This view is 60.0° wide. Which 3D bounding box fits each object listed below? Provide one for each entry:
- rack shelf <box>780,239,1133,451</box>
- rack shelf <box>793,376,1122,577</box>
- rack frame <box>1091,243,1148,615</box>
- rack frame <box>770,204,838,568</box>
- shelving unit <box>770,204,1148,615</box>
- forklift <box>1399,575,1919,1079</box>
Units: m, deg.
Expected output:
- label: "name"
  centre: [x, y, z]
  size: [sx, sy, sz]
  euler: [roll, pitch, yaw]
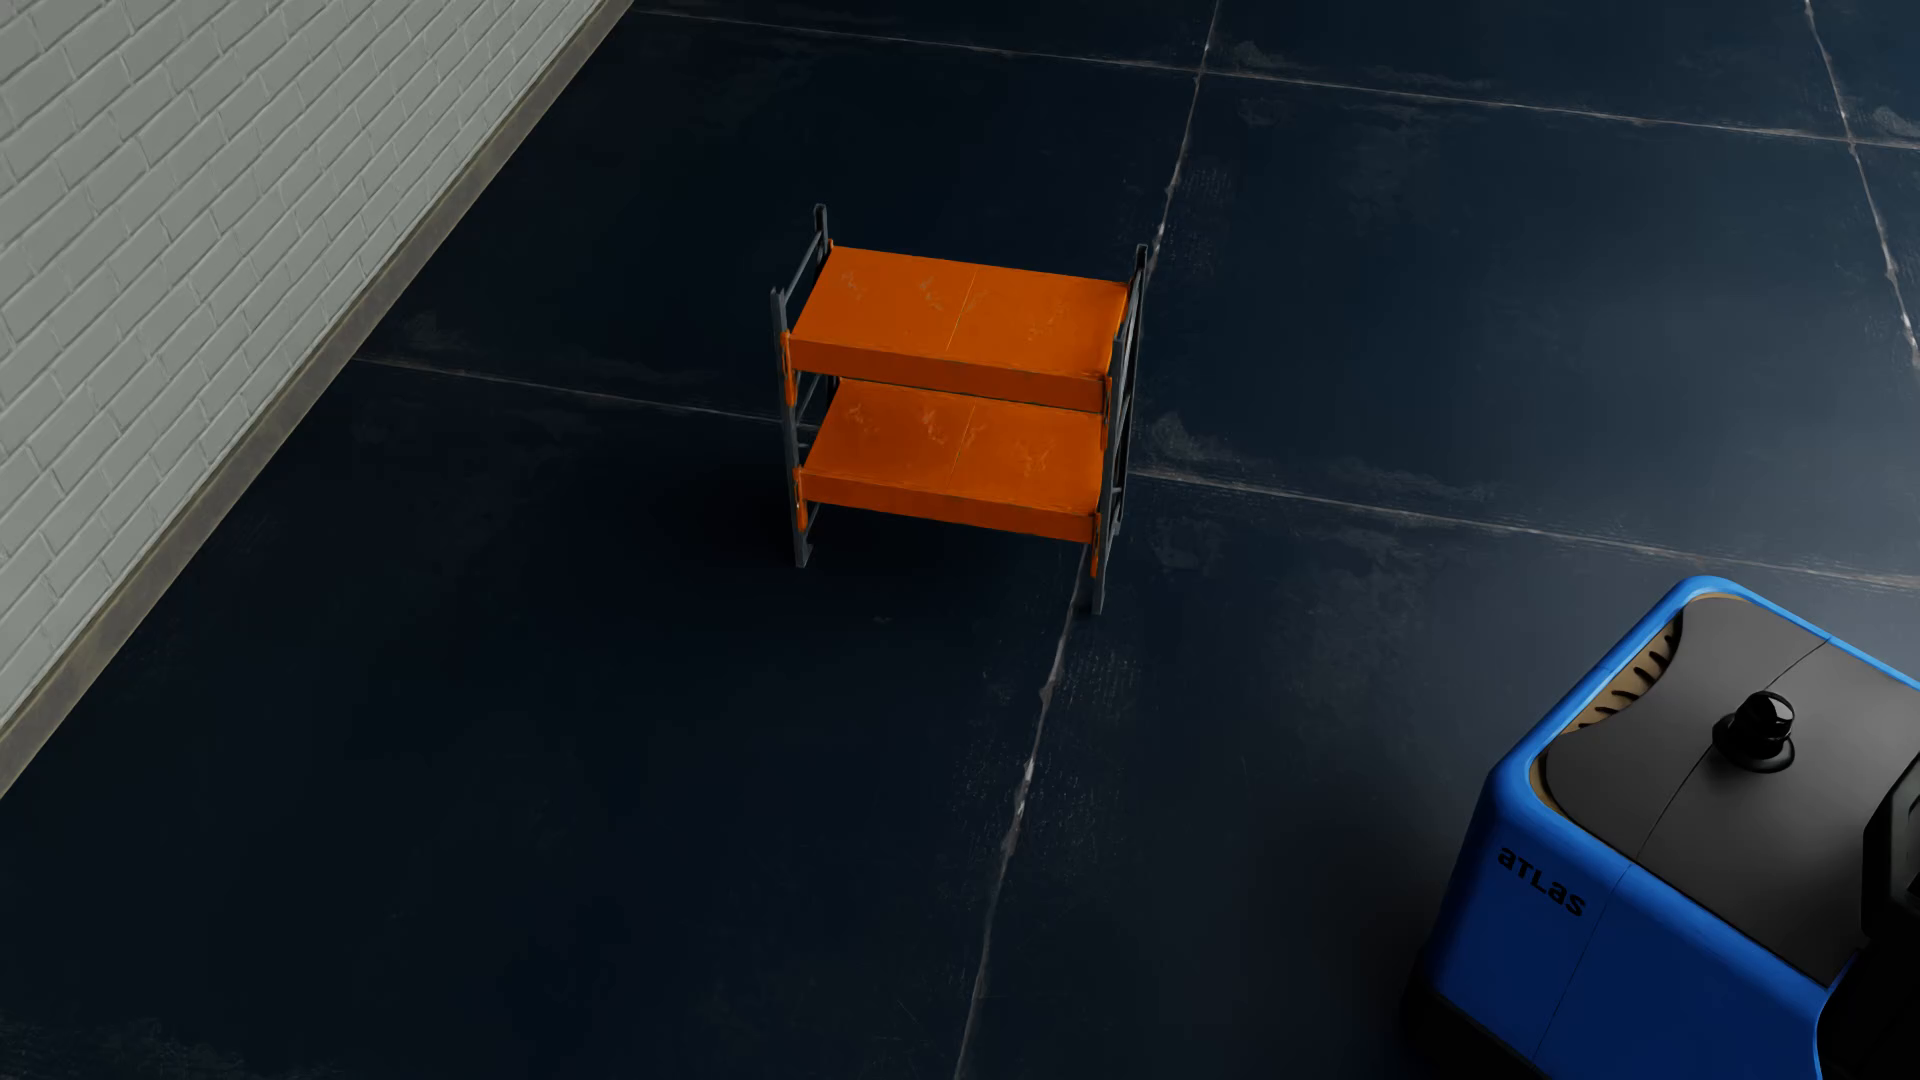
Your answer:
- label: "rack shelf"
  centre: [0.007, -0.615, 5.156]
  size: [1.000, 0.278, 0.538]
  euler: [9, 45, 9]
- label: "rack shelf"
  centre: [0.007, -0.228, 5.528]
  size: [1.000, 0.278, 0.538]
  euler: [9, 45, 9]
- label: "rack frame"
  centre: [0.503, -0.327, 5.279]
  size: [0.032, 1.125, 0.500]
  euler: [9, 45, 9]
- label: "rack frame"
  centre: [-0.489, -0.481, 5.439]
  size: [0.032, 1.125, 0.500]
  euler: [9, 45, 9]
- label: "shelving unit"
  centre: [0.007, -0.404, 5.359]
  size: [1.048, 1.125, 0.538]
  euler: [9, 45, 9]
- label: "forklift"
  centre: [2.538, 0.744, 2.863]
  size: [1.130, 2.935, 3.031]
  euler: [-34, 53, -30]
